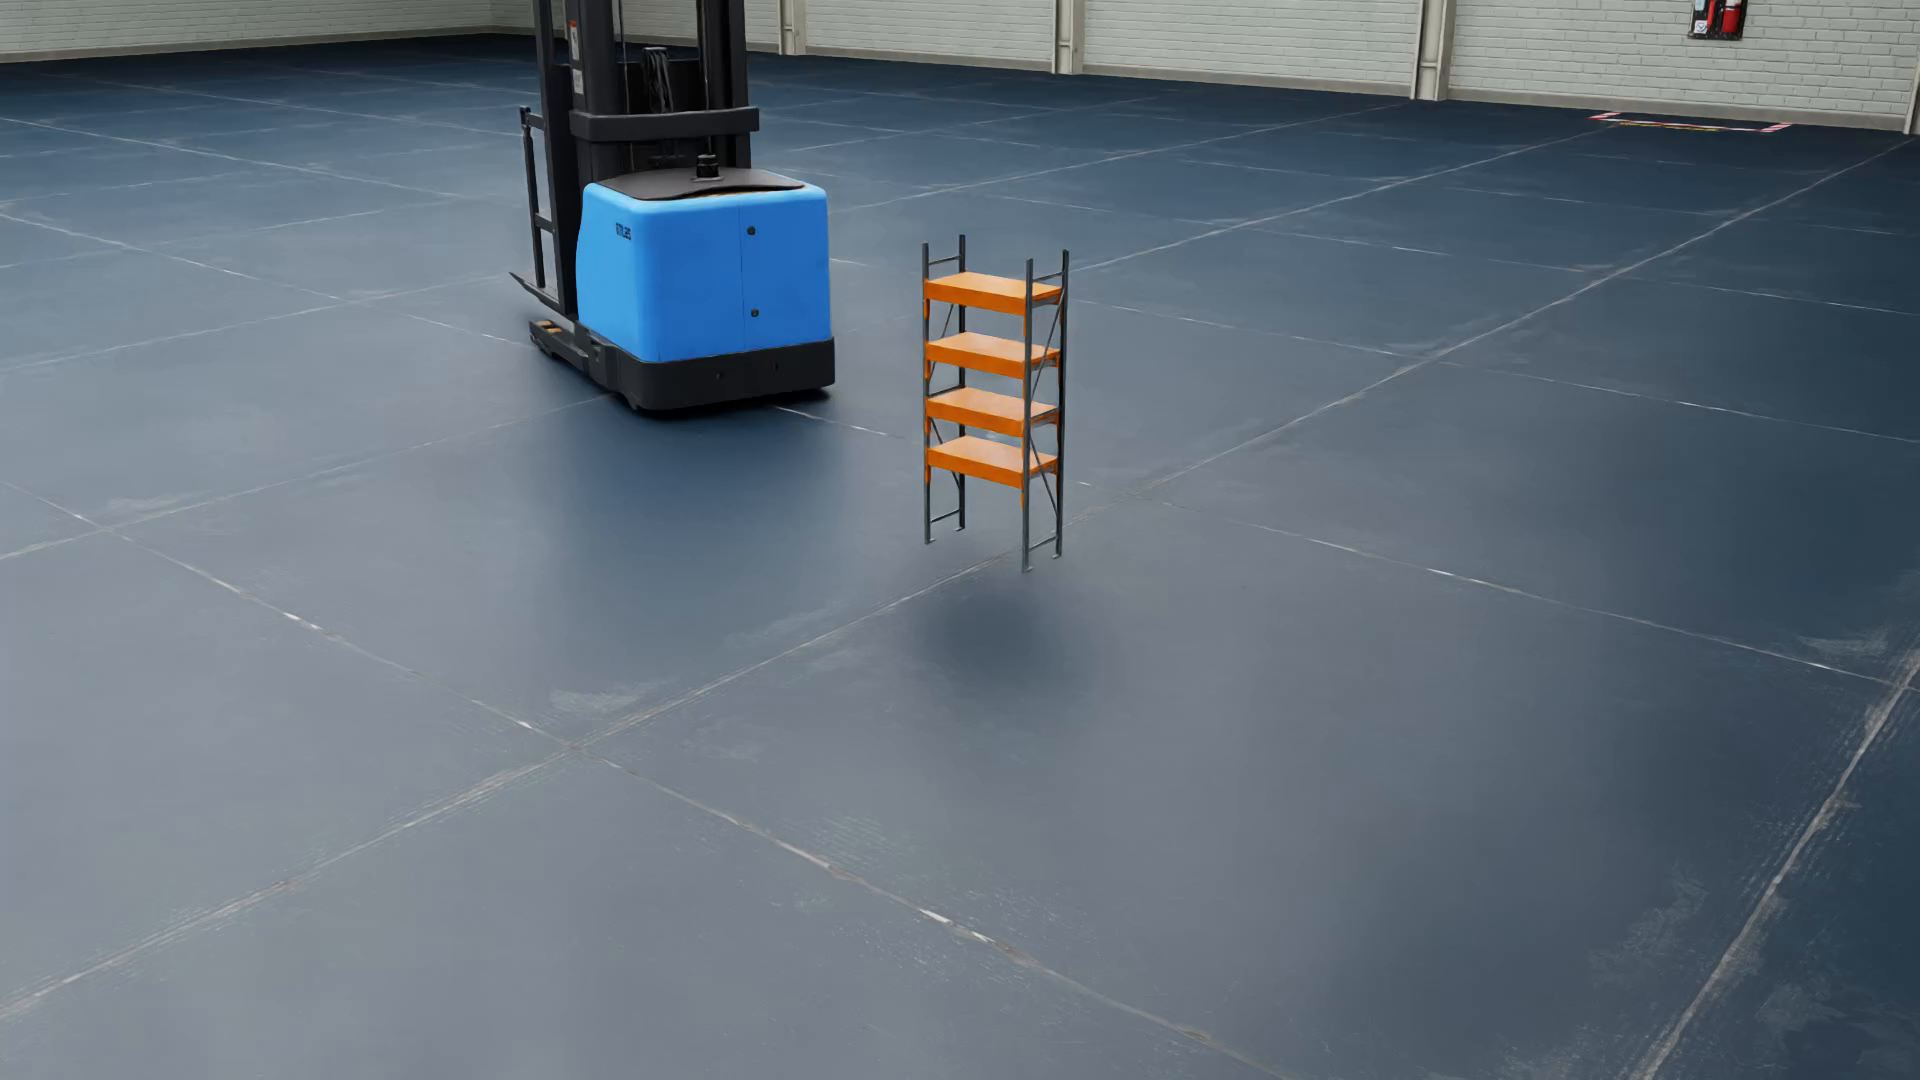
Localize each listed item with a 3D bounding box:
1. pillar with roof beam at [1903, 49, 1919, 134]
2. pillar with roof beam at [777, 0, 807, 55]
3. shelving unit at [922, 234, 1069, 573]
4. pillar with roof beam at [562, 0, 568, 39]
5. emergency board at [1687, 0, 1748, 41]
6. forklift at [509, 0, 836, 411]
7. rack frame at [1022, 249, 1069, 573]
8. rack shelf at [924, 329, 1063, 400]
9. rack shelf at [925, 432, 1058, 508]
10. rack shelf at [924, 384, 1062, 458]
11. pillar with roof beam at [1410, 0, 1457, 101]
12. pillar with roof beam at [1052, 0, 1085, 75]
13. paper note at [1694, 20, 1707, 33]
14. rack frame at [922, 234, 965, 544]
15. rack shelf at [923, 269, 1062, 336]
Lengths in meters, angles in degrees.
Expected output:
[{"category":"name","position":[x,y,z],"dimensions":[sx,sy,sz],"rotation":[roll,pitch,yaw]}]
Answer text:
[{"category":"pillar with roof beam","position":[8.255,-7.651,14.203],"dimensions":[0.400,9.000,9.100],"rotation":[16,26,36]},{"category":"pillar with roof beam","position":[-5.690,-11.667,24.852],"dimensions":[0.400,9.000,9.100],"rotation":[16,26,36]},{"category":"shelving unit","position":[0.128,-0.524,6.359],"dimensions":[0.503,1.200,0.258],"rotation":[16,26,36]},{"category":"pillar with roof beam","position":[-10.338,-13.005,28.402],"dimensions":[0.400,9.000,9.100],"rotation":[16,26,36]},{"category":"emergency board","position":[9.087,-6.582,19.872],"dimensions":[0.643,1.169,0.194],"rotation":[16,26,36]},{"category":"forklift","position":[-1.822,-2.480,9.089],"dimensions":[1.130,2.935,3.031],"rotation":[-12,24,-28]},{"category":"rack frame","position":[0.317,-0.470,6.214],"dimensions":[0.015,1.200,0.240],"rotation":[16,26,36]},{"category":"rack shelf","position":[0.128,-0.671,6.303],"dimensions":[0.480,0.148,0.258],"rotation":[16,26,36]},{"category":"rack shelf","position":[0.128,-0.276,6.452],"dimensions":[0.480,0.148,0.258],"rotation":[16,26,36]},{"category":"rack shelf","position":[0.128,-0.462,6.382],"dimensions":[0.480,0.148,0.258],"rotation":[16,26,36]},{"category":"pillar with roof beam","position":[3.607,-8.989,17.753],"dimensions":[0.400,9.000,9.100],"rotation":[16,26,36]},{"category":"pillar with roof beam","position":[-1.042,-10.328,21.302],"dimensions":[0.400,9.000,9.100],"rotation":[16,26,36]},{"category":"paper note","position":[8.993,-6.228,20.182],"dimensions":[0.142,0.148,0.016],"rotation":[16,26,36]},{"category":"rack frame","position":[-0.061,-0.579,6.503],"dimensions":[0.015,1.200,0.240],"rotation":[16,26,36]},{"category":"rack shelf","position":[0.128,-0.892,6.220],"dimensions":[0.480,0.148,0.258],"rotation":[16,26,36]}]
